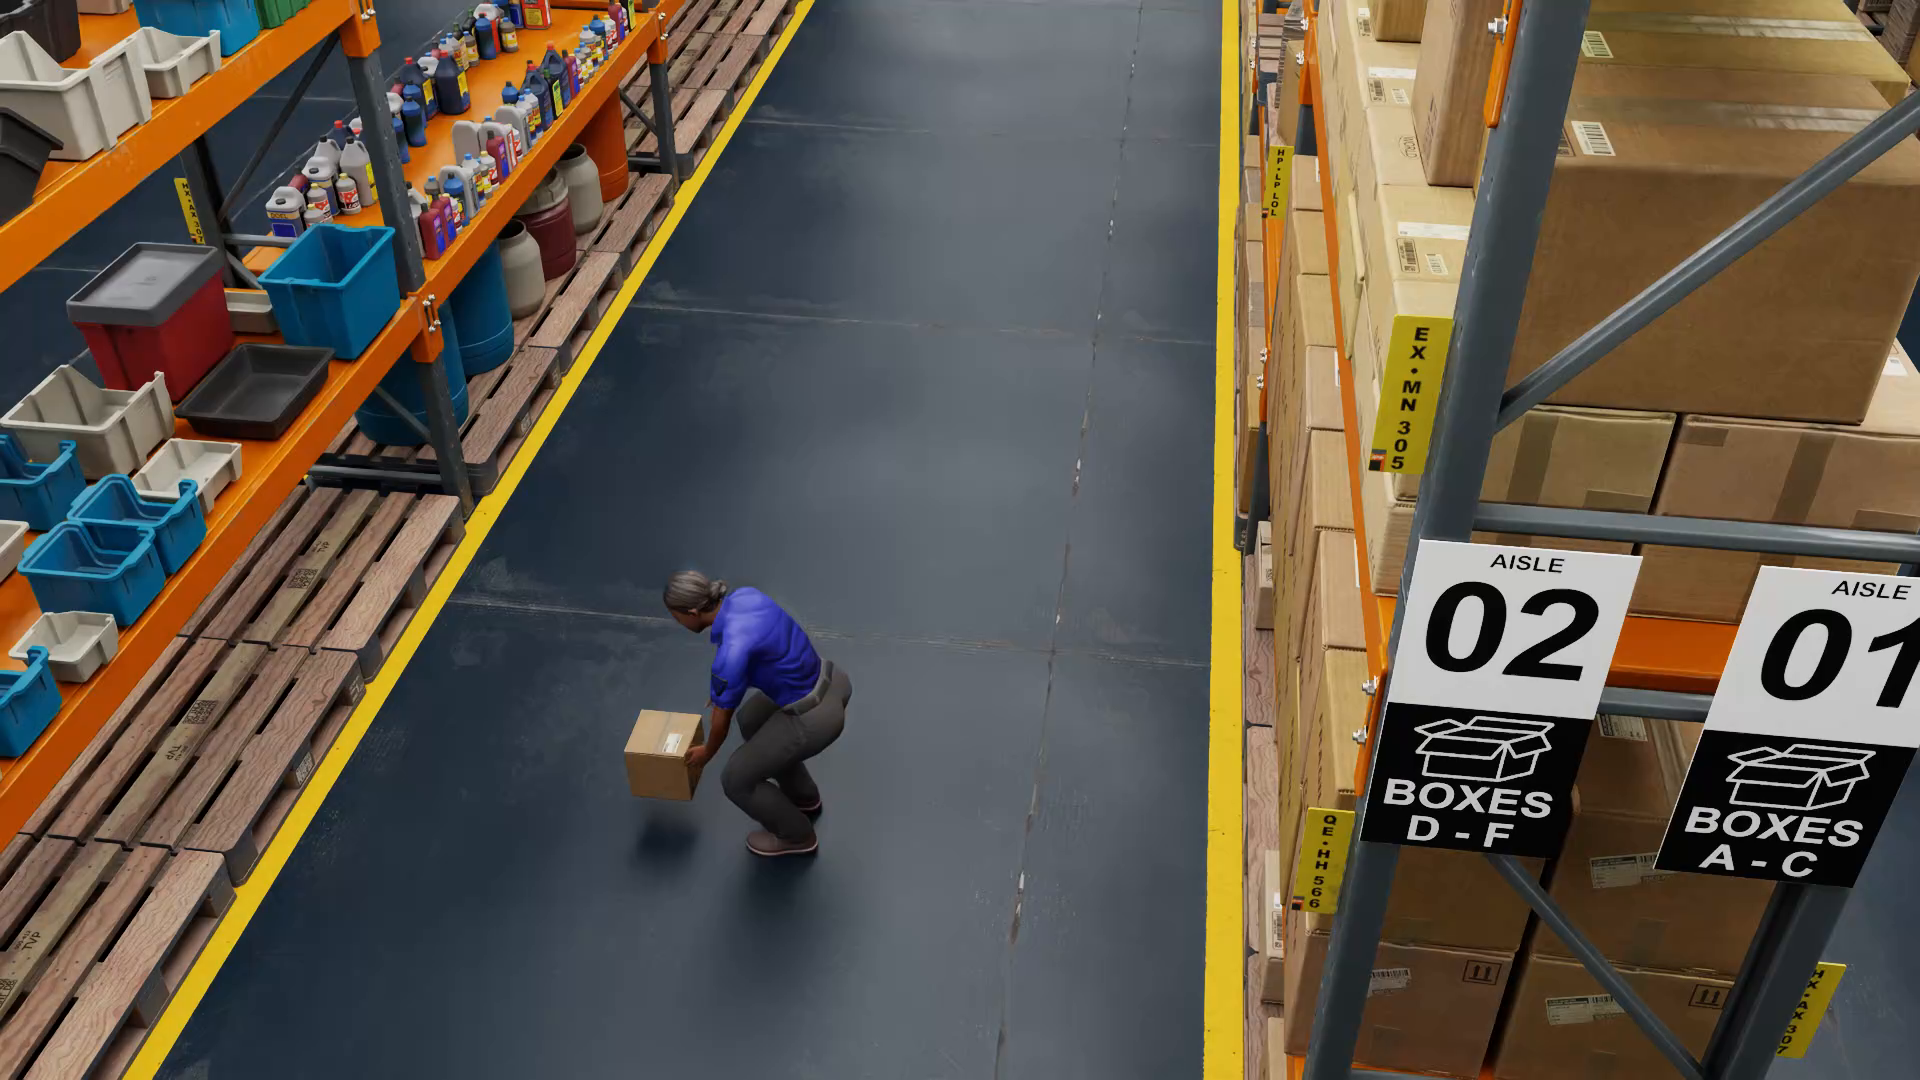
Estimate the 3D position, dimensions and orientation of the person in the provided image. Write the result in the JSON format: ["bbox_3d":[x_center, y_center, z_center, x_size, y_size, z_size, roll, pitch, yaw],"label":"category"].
[{"bbox_3d":[-0.760,0.669,6.436,0.667,1.308,0.497,4,37,6],"label":"person"}]
